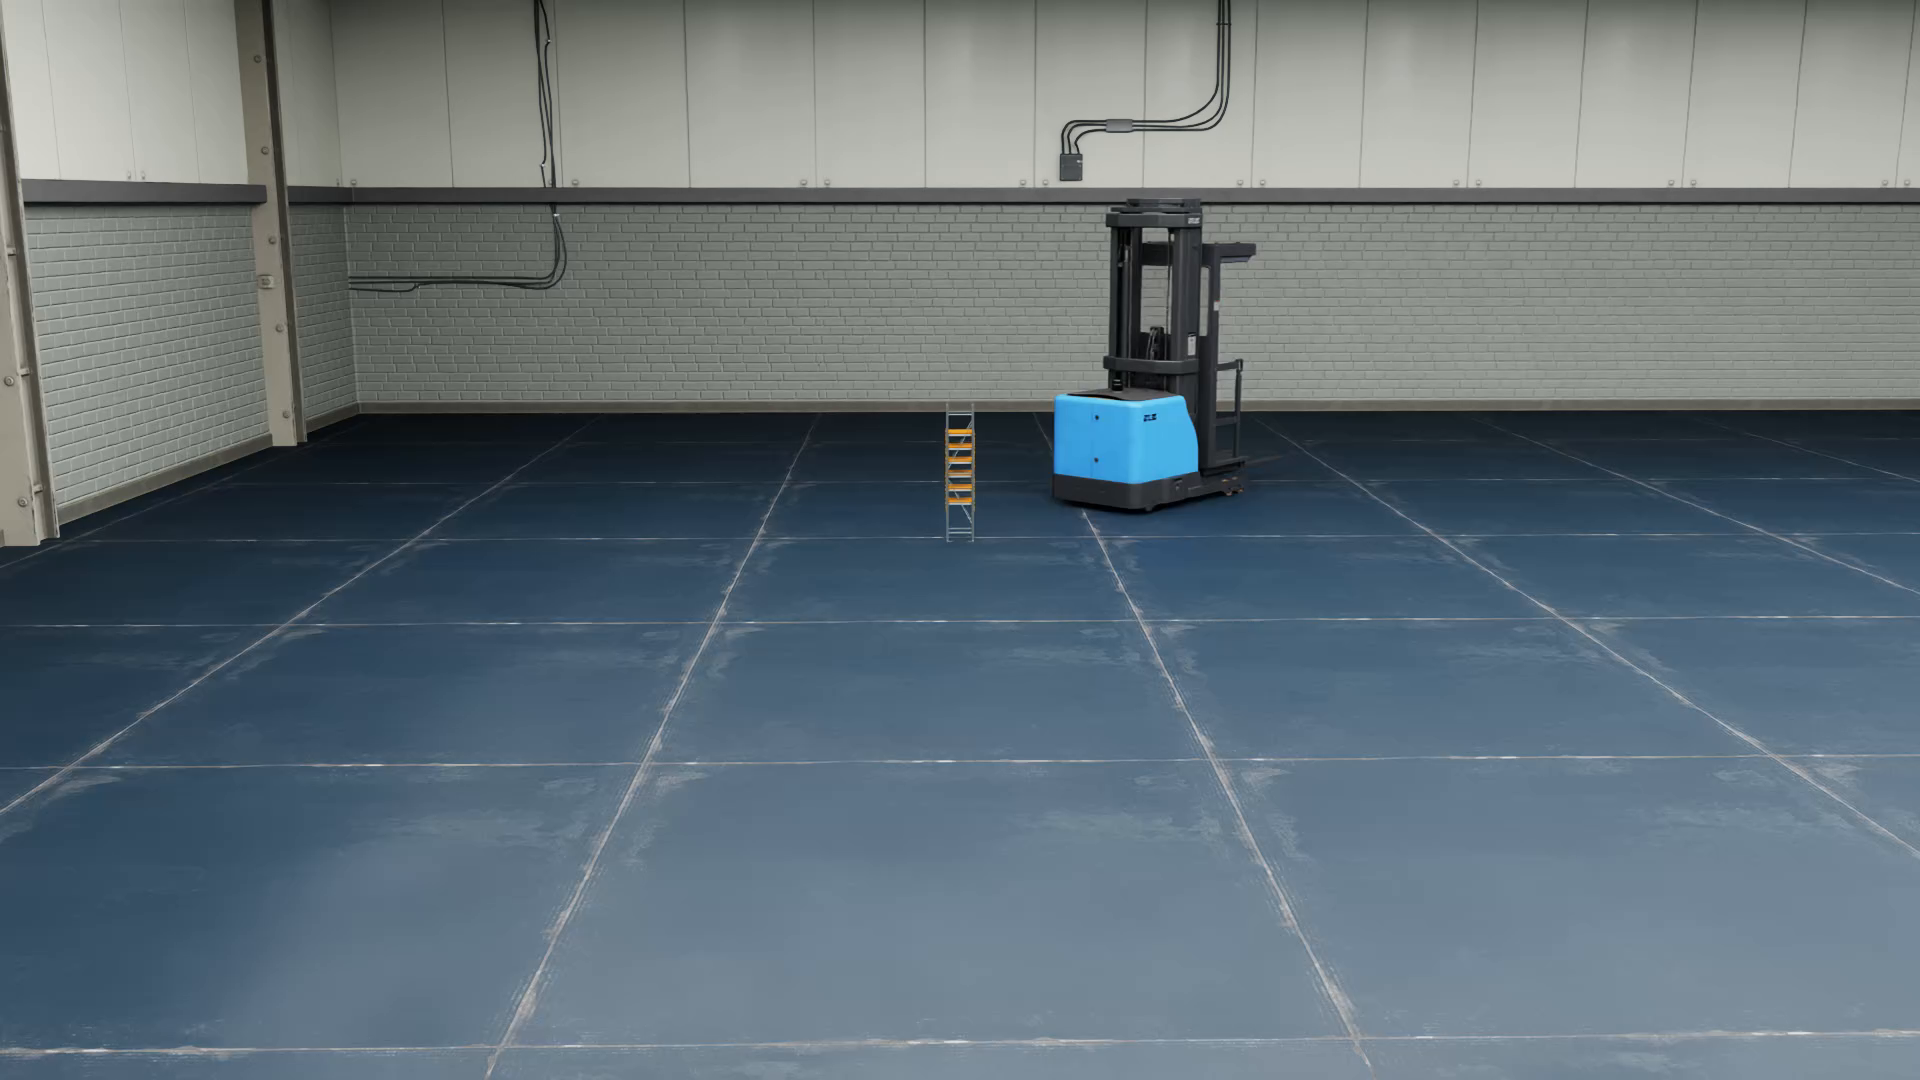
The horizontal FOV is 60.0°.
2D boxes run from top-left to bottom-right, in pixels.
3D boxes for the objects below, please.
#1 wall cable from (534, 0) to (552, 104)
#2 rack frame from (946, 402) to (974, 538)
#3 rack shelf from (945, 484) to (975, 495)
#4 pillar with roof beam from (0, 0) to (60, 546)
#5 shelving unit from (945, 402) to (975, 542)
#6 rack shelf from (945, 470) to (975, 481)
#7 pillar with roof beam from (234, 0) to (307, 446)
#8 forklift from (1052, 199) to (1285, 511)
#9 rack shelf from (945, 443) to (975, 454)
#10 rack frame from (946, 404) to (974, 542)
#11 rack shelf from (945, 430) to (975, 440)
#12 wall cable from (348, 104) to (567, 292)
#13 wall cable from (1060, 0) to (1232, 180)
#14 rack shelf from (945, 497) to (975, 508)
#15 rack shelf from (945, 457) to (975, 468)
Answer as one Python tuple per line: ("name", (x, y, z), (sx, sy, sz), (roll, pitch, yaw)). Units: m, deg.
("wall cable", (-4.263, -7.148, 22.266), (3.097, 2.526, 0.112), (0, 11, -1))
("rack frame", (-0.002, -0.609, 14.544), (0.240, 1.200, 0.006), (0, 11, -1))
("rack shelf", (0.000, -0.430, 14.487), (0.258, 0.103, 0.180), (0, 11, -1))
("pillar with roof beam", (-3.801, -4.417, 13.699), (9.100, 9.000, 0.400), (0, 11, -1))
("shelving unit", (0.000, -0.591, 14.454), (0.258, 1.200, 0.189), (0, 11, -1))
("rack shelf", (0.000, -0.547, 14.463), (0.258, 0.103, 0.180), (0, 11, -1))
("pillar with roof beam", (-3.925, -5.610, 19.578), (9.100, 9.000, 0.400), (0, 11, -1))
("forklift", (2.252, -1.942, 16.760), (1.130, 2.935, 3.031), (10, 15, 41))
("rack shelf", (0.000, -0.783, 14.415), (0.258, 0.103, 0.180), (0, 11, -1))
("rack frame", (0.002, -0.573, 14.364), (0.240, 1.200, 0.006), (0, 11, -1))
("rack shelf", (0.000, -0.900, 14.391), (0.258, 0.103, 0.180), (0, 11, -1))
("wall cable", (-6.967, -4.662, 22.713), (3.097, 2.526, 0.112), (0, 11, -1))
("wall cable", (2.524, -7.886, 22.243), (2.305, 6.003, 0.169), (0, 11, -1))
("rack shelf", (0.000, -0.312, 14.511), (0.258, 0.103, 0.180), (0, 11, -1))
("rack shelf", (0.000, -0.665, 14.439), (0.258, 0.103, 0.180), (0, 11, -1))
